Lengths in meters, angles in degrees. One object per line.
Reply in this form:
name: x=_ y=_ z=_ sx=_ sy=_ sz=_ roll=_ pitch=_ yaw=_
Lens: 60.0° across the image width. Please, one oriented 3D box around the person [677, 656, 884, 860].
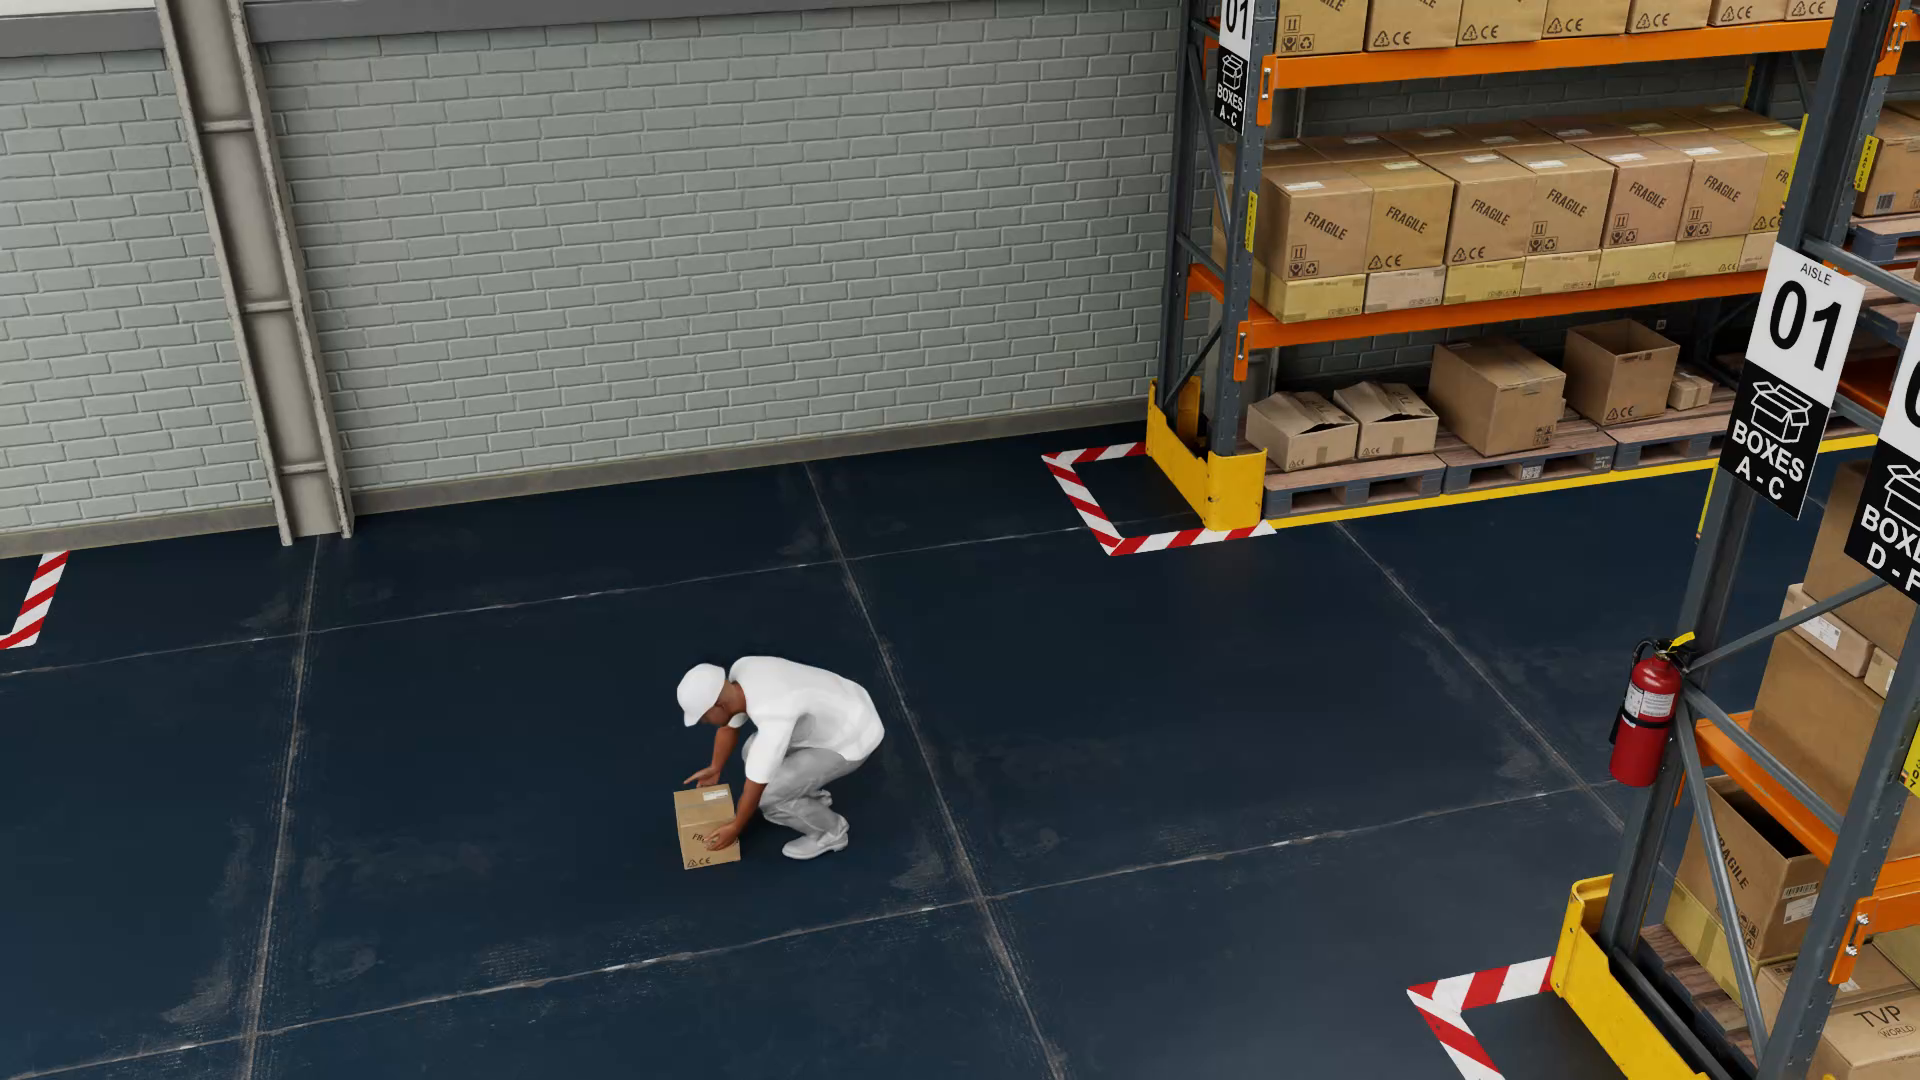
person: x=-0.775 y=0.929 z=7.343 sx=0.884 sy=1.039 sz=0.593 roll=-8 pitch=31 yaw=-13
